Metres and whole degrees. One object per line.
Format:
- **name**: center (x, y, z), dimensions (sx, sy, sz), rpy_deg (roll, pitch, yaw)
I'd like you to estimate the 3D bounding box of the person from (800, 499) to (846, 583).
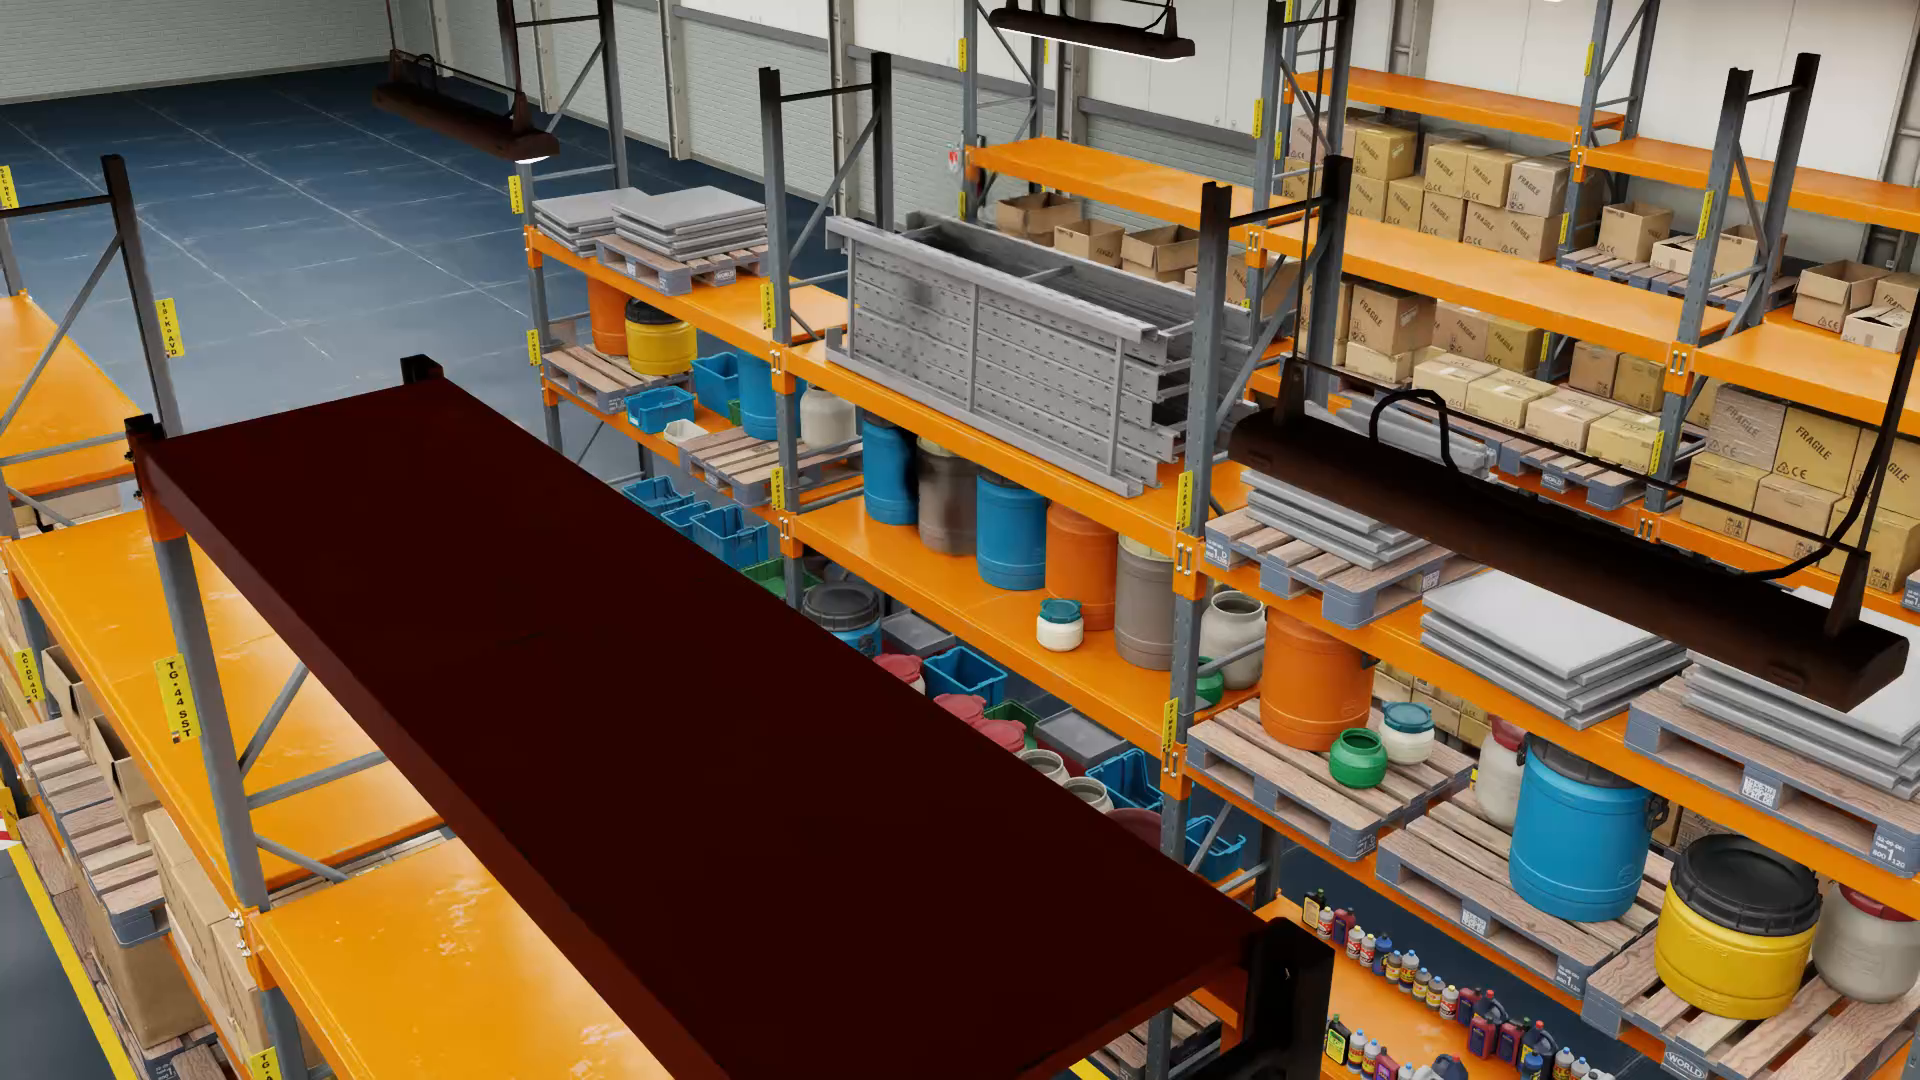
- **person**: center (-1.375, 0.088, 16.121), dimensions (0.644, 1.673, 0.706), rpy_deg (-18, 31, -32)
